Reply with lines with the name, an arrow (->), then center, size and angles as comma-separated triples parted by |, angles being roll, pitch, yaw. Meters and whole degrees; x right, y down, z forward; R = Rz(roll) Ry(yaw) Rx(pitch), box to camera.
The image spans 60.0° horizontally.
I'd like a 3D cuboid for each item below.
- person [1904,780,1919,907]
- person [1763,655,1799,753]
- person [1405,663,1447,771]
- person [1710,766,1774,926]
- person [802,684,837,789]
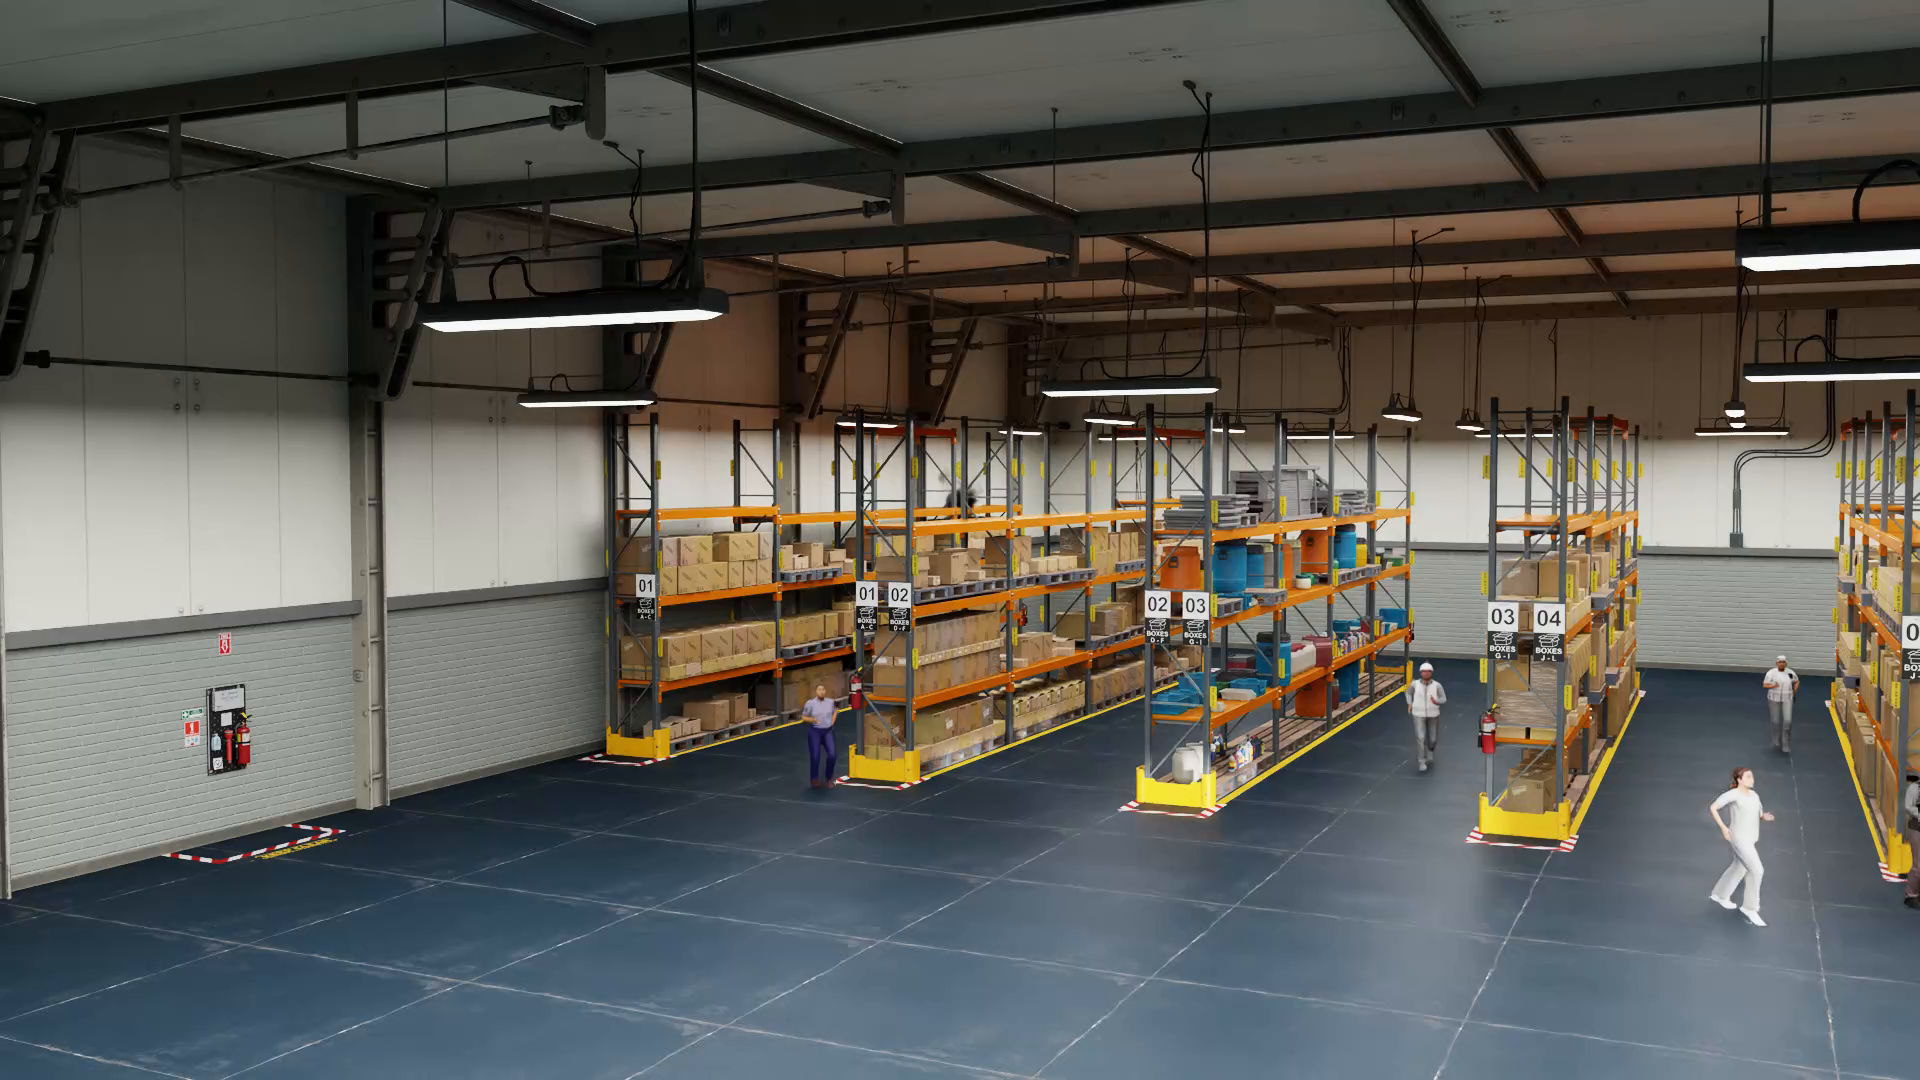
person -> 11.100, 3.356, 18.948 | 0.679, 1.698, 0.615 | 0, 2, -7
person -> 14.676, 2.918, 29.726 | 0.590, 1.721, 0.726 | 1, 3, 25
person -> 7.790, 2.931, 27.809 | 0.662, 1.749, 0.961 | 1, 2, 12
person -> 8.717, 3.381, 18.563 | 0.533, 1.726, 0.761 | -2, 3, -34
person -> -2.183, 3.098, 26.120 | 0.582, 1.676, 0.596 | -1, 3, -19
